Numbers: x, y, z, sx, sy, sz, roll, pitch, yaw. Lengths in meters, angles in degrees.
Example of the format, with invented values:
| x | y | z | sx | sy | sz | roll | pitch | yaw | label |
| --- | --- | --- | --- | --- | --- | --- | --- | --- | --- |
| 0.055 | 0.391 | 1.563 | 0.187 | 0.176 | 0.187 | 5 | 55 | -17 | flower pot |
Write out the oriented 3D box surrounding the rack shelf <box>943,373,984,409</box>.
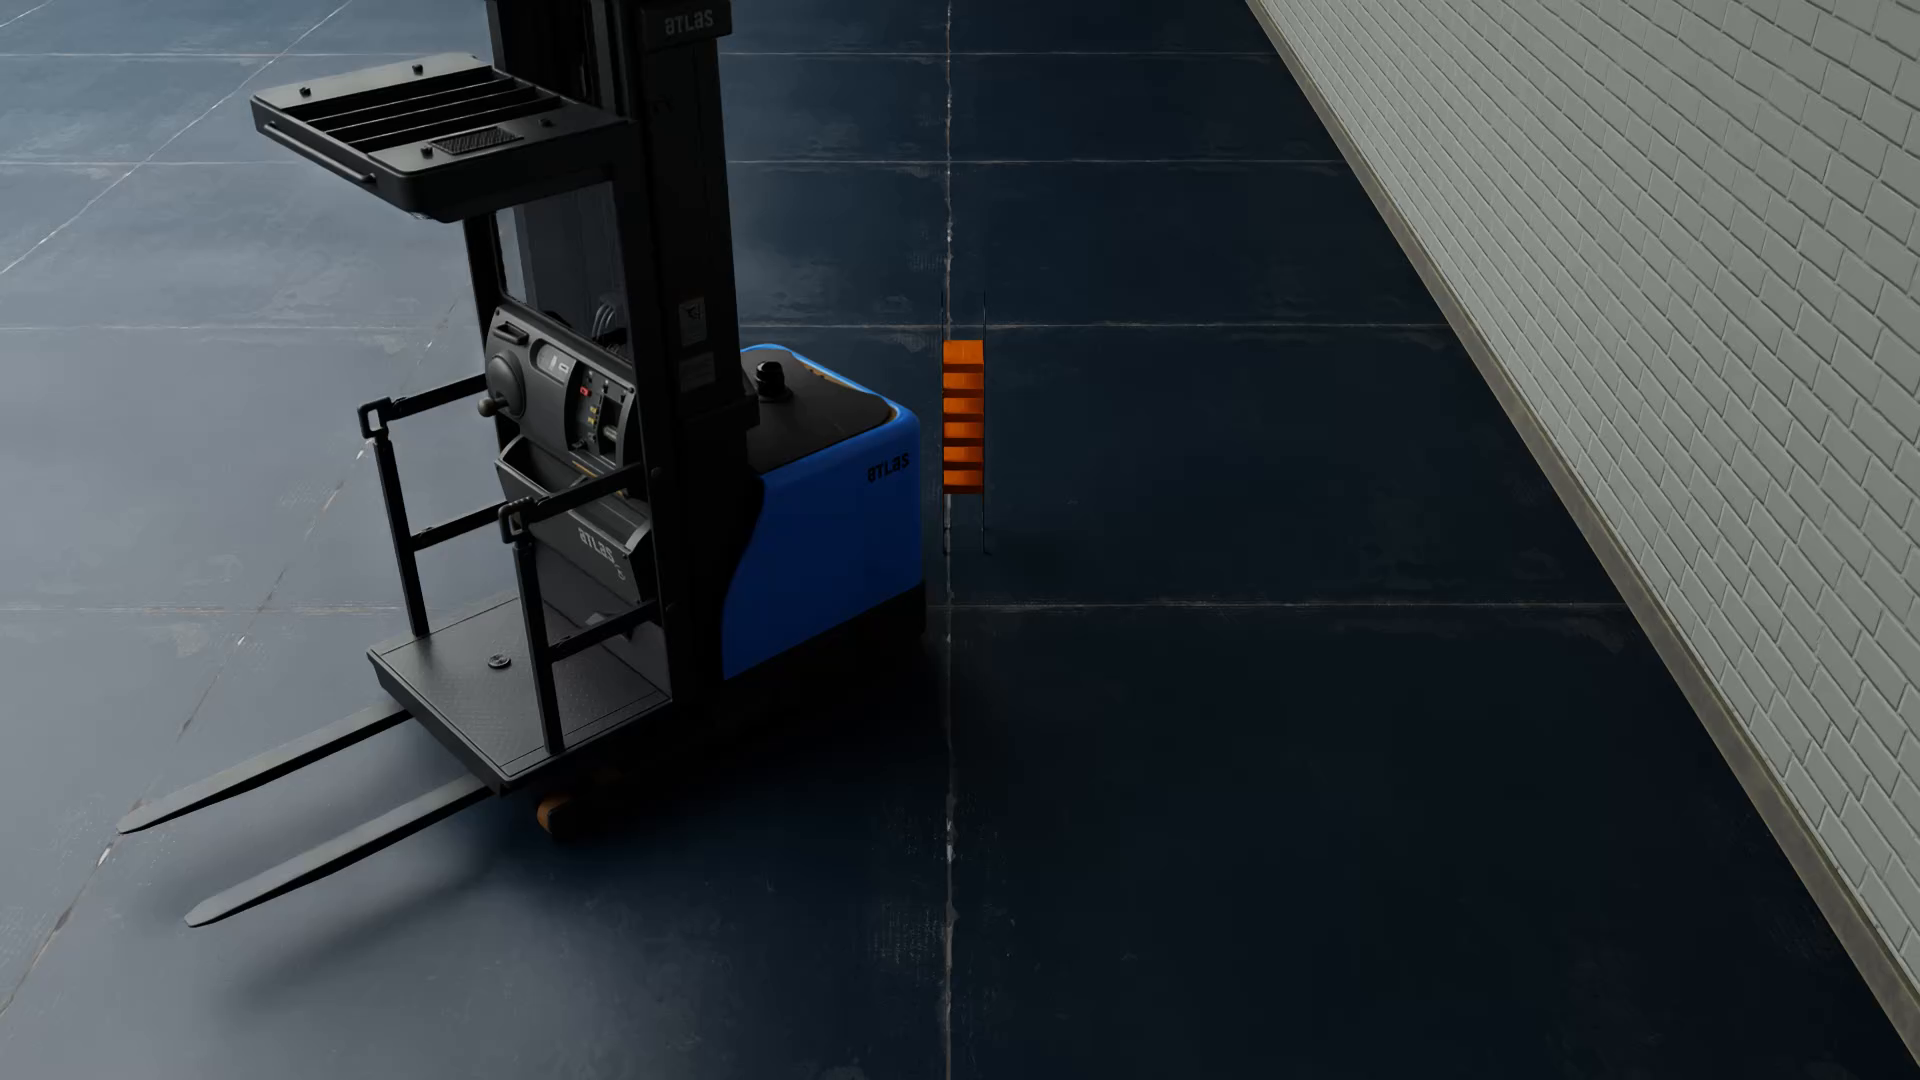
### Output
| x | y | z | sx | sy | sz | roll | pitch | yaw | label |
| --- | --- | --- | --- | --- | --- | --- | --- | --- | --- |
| 0.014 | -0.680 | 7.337 | 0.180 | 0.103 | 0.258 | 0 | 31 | 0 | rack shelf |

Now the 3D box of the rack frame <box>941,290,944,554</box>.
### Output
| x | y | z | sx | sy | sz | roll | pitch | yaw | label |
| --- | --- | --- | --- | --- | --- | --- | --- | --- | --- |
| -0.077 | -0.513 | 7.438 | 0.006 | 1.200 | 0.240 | 0 | 31 | 0 | rack frame |

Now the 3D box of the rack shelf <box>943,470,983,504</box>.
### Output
| x | y | z | sx | sy | sz | roll | pitch | yaw | label |
| --- | --- | --- | --- | --- | --- | --- | --- | --- | --- |
| 0.014 | -0.270 | 7.586 | 0.180 | 0.103 | 0.258 | 0 | 31 | 0 | rack shelf |

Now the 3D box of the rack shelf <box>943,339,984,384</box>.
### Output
| x | y | z | sx | sy | sz | roll | pitch | yaw | label |
| --- | --- | --- | --- | --- | --- | --- | --- | --- | --- |
| 0.014 | -0.783 | 7.275 | 0.180 | 0.103 | 0.258 | 0 | 31 | 0 | rack shelf |

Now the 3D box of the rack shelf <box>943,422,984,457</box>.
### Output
| x | y | z | sx | sy | sz | roll | pitch | yaw | label |
| --- | --- | --- | --- | --- | --- | --- | --- | --- | --- |
| 0.014 | -0.475 | 7.462 | 0.180 | 0.103 | 0.258 | 0 | 31 | 0 | rack shelf |

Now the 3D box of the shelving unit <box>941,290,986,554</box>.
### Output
| x | y | z | sx | sy | sz | roll | pitch | yaw | label |
| --- | --- | --- | --- | --- | --- | --- | --- | --- | --- |
| 0.014 | -0.513 | 7.439 | 0.189 | 1.200 | 0.258 | 0 | 31 | 0 | shelving unit |

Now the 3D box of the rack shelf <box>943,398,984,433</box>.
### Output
| x | y | z | sx | sy | sz | roll | pitch | yaw | label |
| --- | --- | --- | --- | --- | --- | --- | --- | --- | --- |
| 0.014 | -0.578 | 7.400 | 0.180 | 0.103 | 0.258 | 0 | 31 | 0 | rack shelf |

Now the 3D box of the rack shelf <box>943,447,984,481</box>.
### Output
| x | y | z | sx | sy | sz | roll | pitch | yaw | label |
| --- | --- | --- | --- | --- | --- | --- | --- | --- | --- |
| 0.014 | -0.372 | 7.524 | 0.180 | 0.103 | 0.258 | 0 | 31 | 0 | rack shelf |

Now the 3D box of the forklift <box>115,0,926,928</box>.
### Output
| x | y | z | sx | sy | sz | roll | pitch | yaw | label |
| --- | --- | --- | --- | --- | --- | --- | --- | --- | --- |
| -1.565 | -0.491 | 5.733 | 3.031 | 2.935 | 1.130 | -26 | 40 | -36 | forklift |

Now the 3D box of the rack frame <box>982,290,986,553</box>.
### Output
| x | y | z | sx | sy | sz | roll | pitch | yaw | label |
| --- | --- | --- | --- | --- | --- | --- | --- | --- | --- |
| 0.106 | -0.513 | 7.439 | 0.006 | 1.200 | 0.240 | 0 | 31 | 0 | rack frame |
